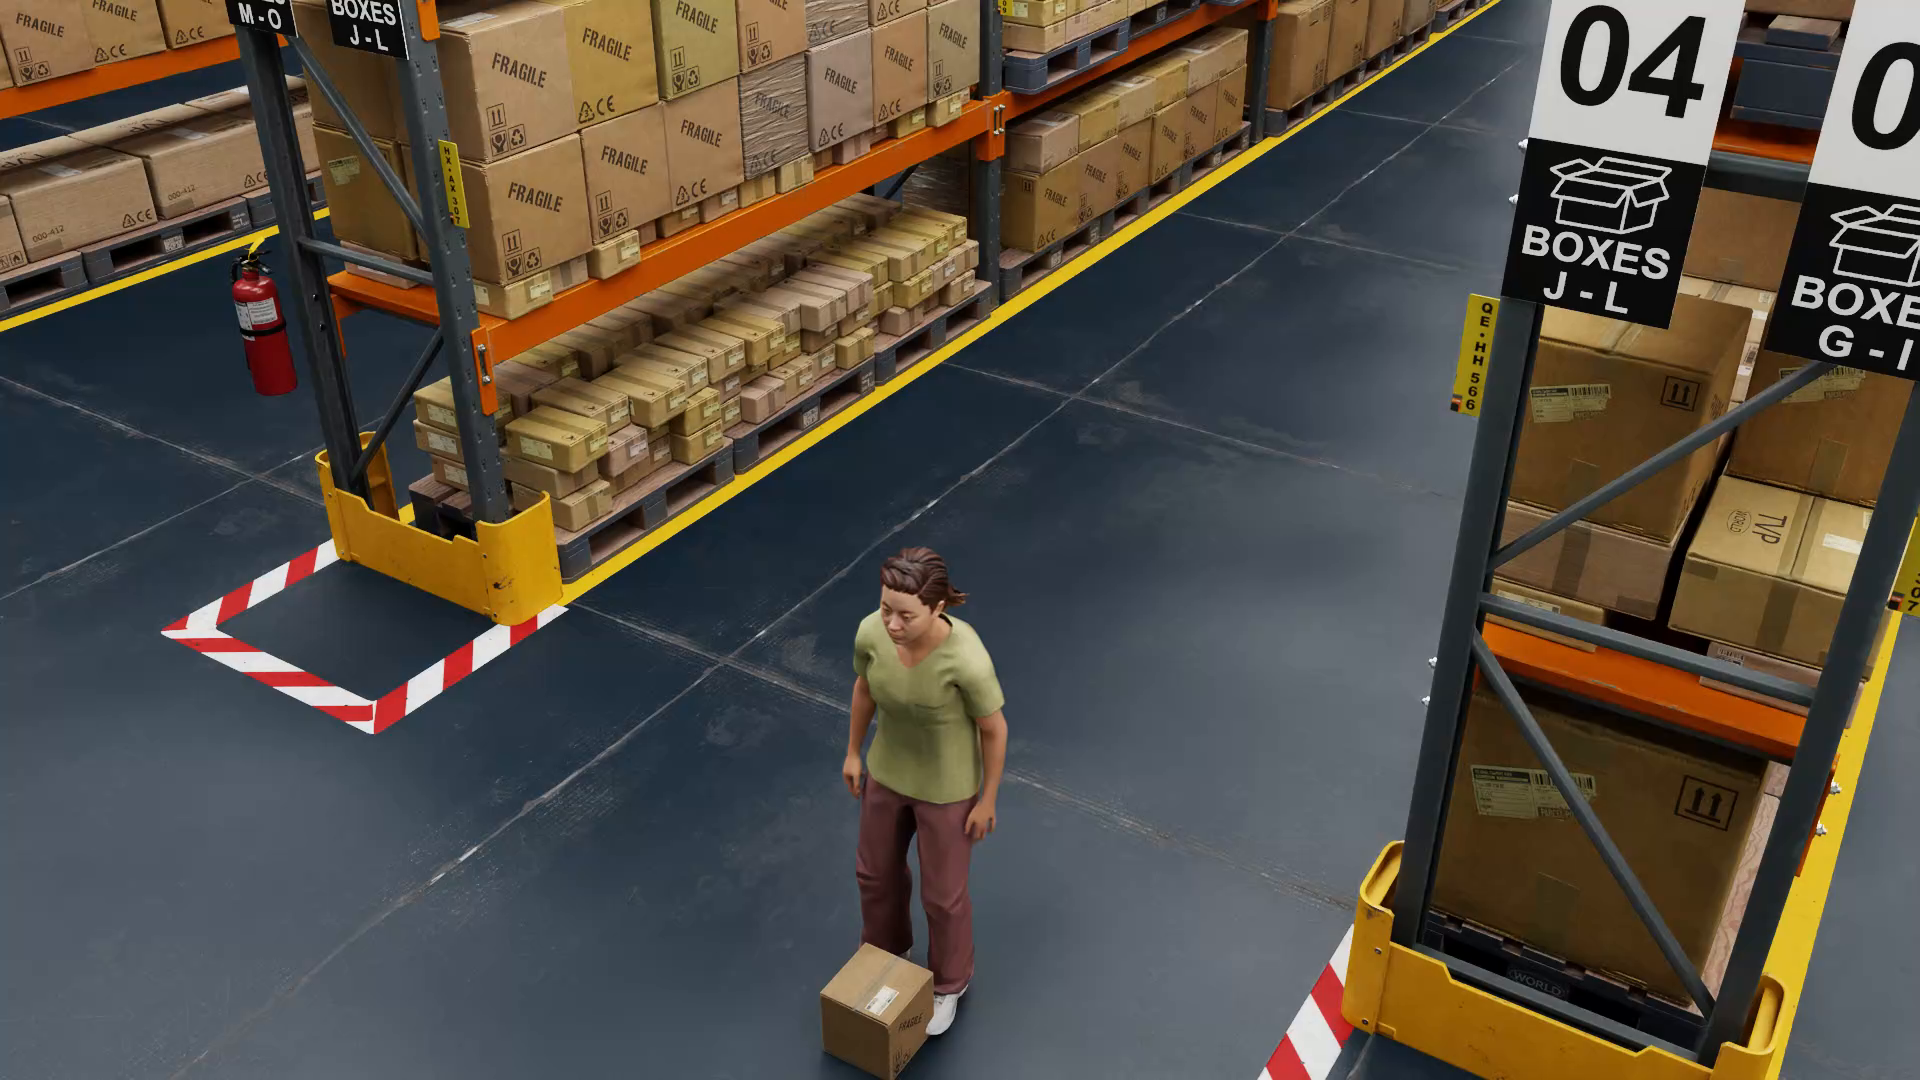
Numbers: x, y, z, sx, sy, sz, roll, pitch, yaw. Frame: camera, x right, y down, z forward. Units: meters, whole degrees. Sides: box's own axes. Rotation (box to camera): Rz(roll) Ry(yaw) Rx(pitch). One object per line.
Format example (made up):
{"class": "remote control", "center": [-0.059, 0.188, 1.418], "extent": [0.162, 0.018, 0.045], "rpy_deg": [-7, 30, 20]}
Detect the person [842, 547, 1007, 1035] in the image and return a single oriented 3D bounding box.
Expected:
{"class": "person", "center": [-0.121, 0.725, 4.906], "extent": [0.517, 1.673, 0.355], "rpy_deg": [16, 34, 25]}
